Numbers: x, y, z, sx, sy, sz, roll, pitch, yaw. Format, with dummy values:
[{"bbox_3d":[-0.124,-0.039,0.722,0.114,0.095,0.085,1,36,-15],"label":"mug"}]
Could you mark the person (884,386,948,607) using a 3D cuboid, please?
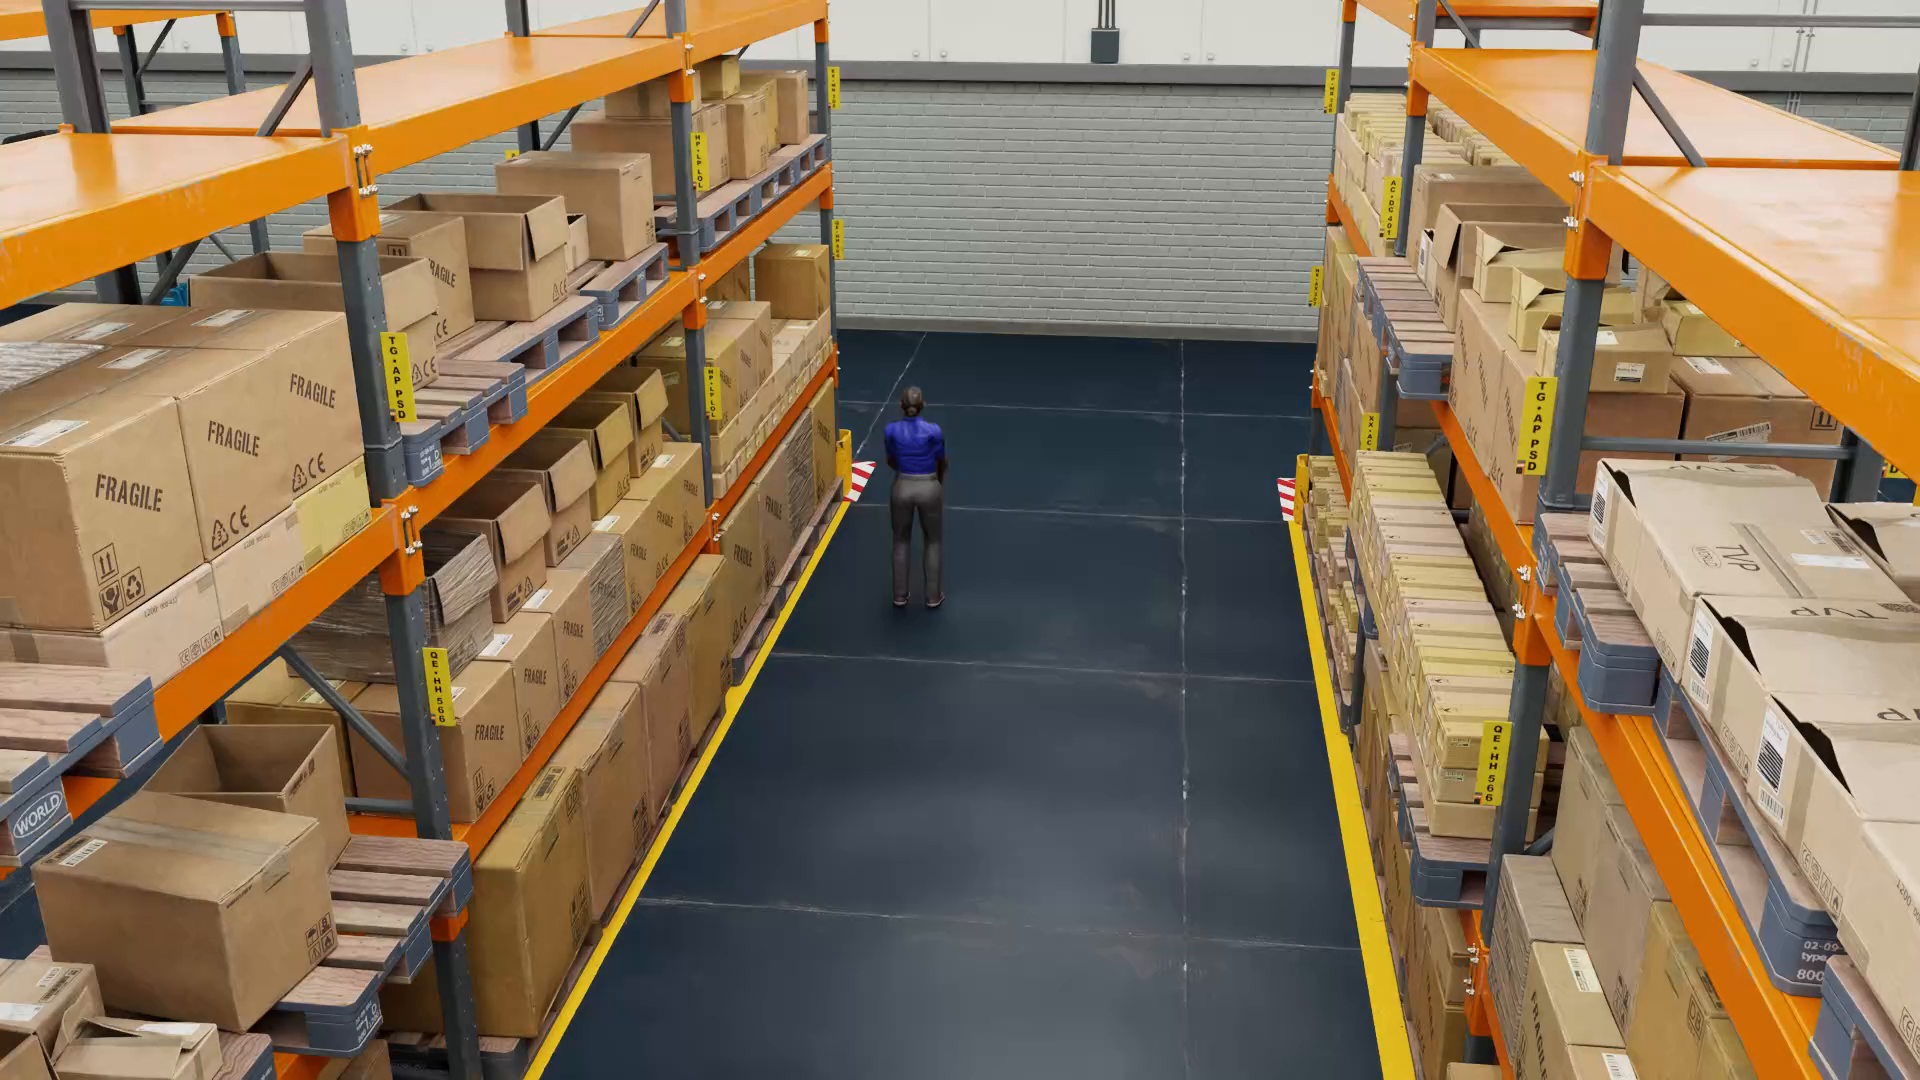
[{"bbox_3d":[-0.302,-0.346,11.991,0.448,1.655,0.505,3,21,7],"label":"person"}]
